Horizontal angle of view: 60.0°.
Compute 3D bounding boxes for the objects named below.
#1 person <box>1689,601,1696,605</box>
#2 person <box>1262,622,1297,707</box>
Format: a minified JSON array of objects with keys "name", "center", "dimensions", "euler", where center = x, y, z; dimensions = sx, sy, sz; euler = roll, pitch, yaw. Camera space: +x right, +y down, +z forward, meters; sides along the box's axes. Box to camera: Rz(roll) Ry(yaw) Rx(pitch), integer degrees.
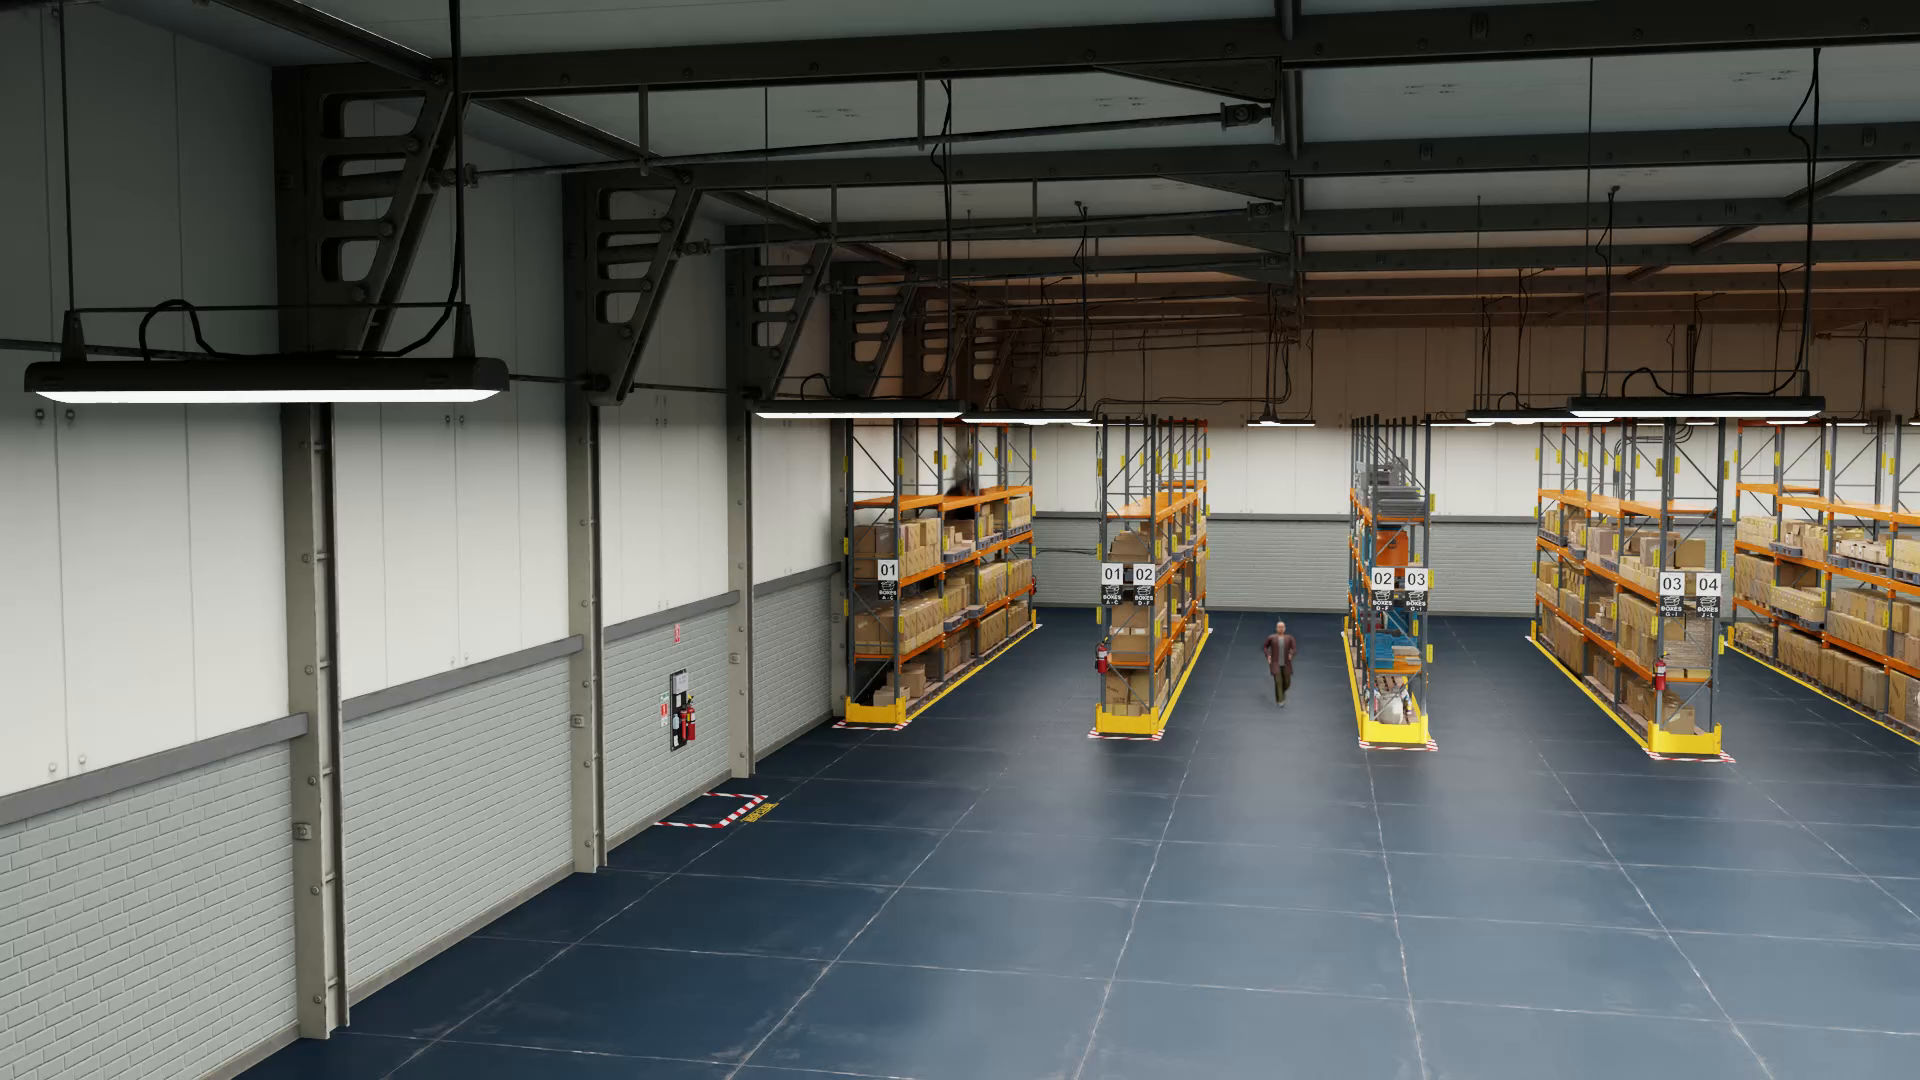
[{"name":"person","center":[19.581,1.936,44.866],"dimensions":[0.660,1.641,0.696],"euler":[-3,5,-37]},{"name":"person","center":[6.616,2.564,34.397],"dimensions":[0.715,1.733,0.813],"euler":[0,4,2]}]
